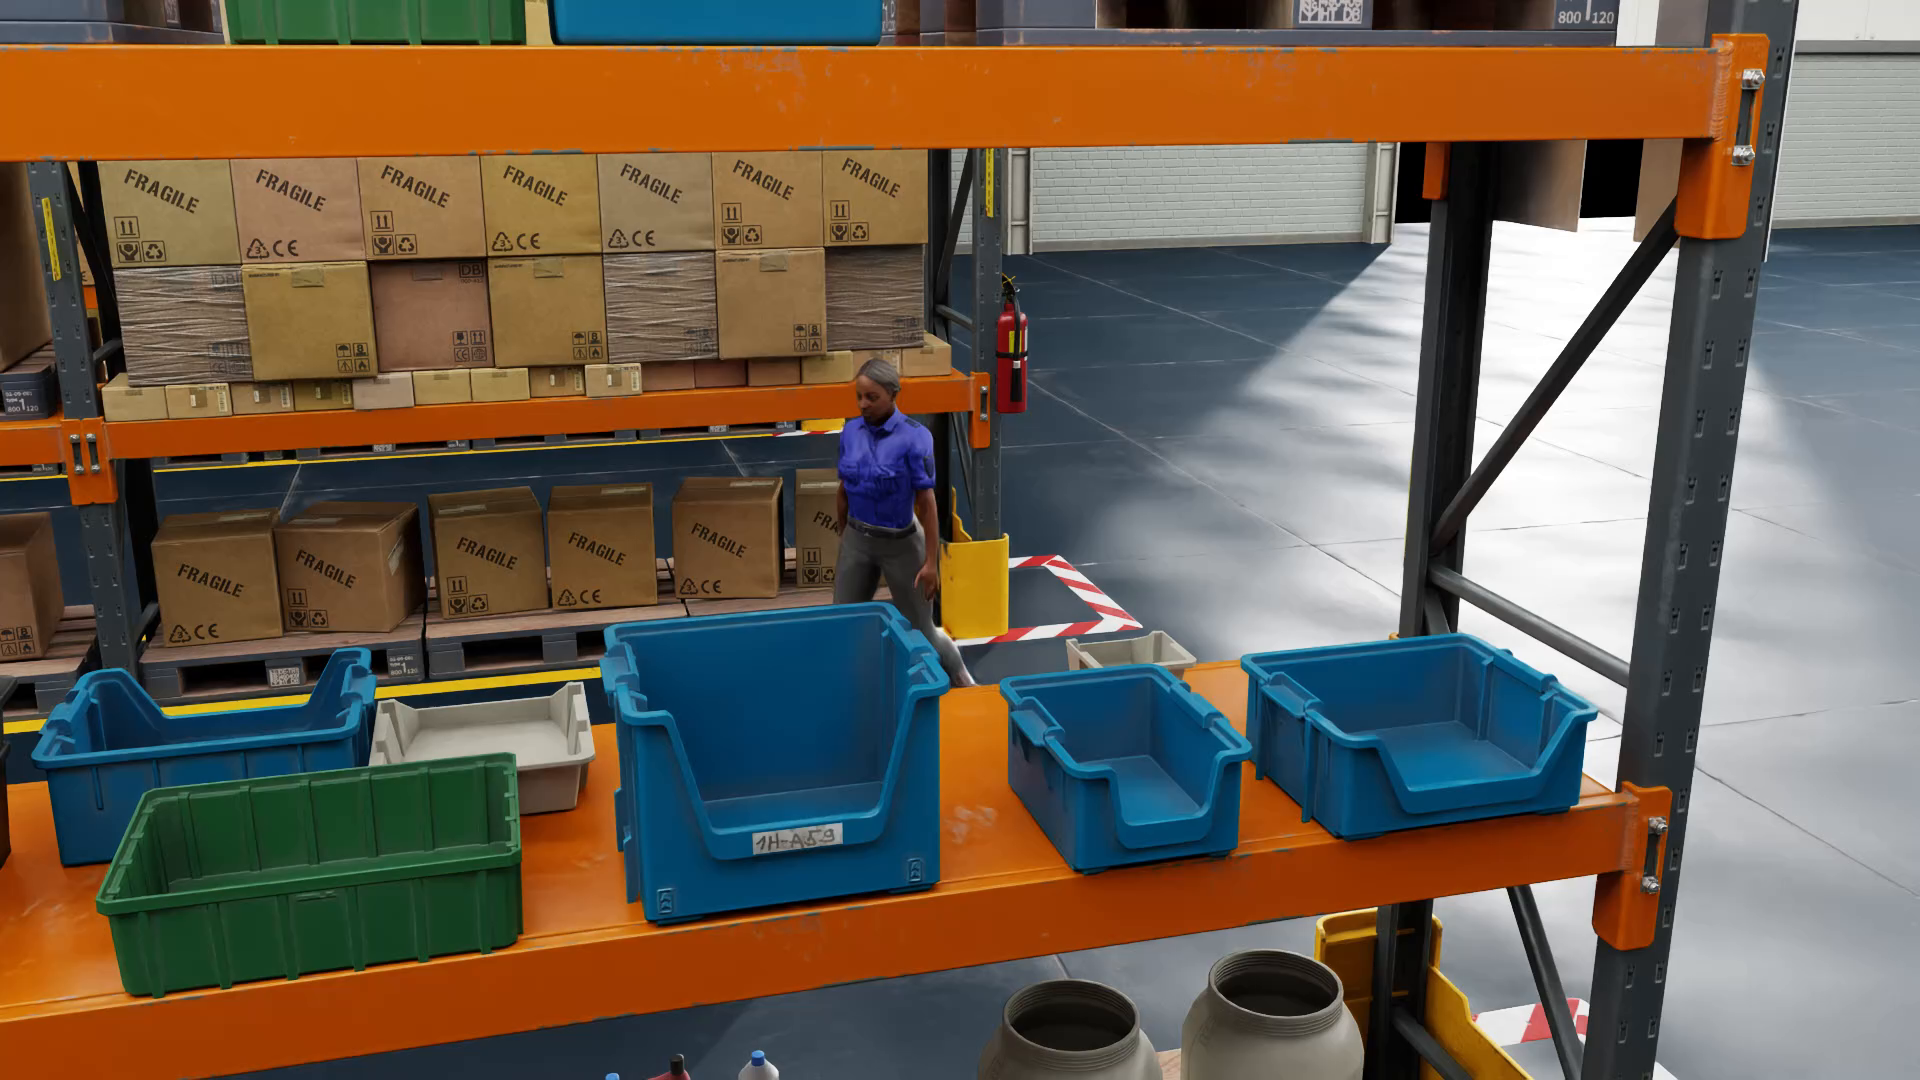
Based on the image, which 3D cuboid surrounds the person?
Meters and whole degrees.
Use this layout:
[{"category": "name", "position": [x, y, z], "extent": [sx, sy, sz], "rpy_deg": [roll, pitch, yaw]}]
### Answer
[{"category": "person", "position": [-0.242, 0.020, 6.976], "extent": [0.533, 1.627, 0.696], "rpy_deg": [8, 18, 25]}]
